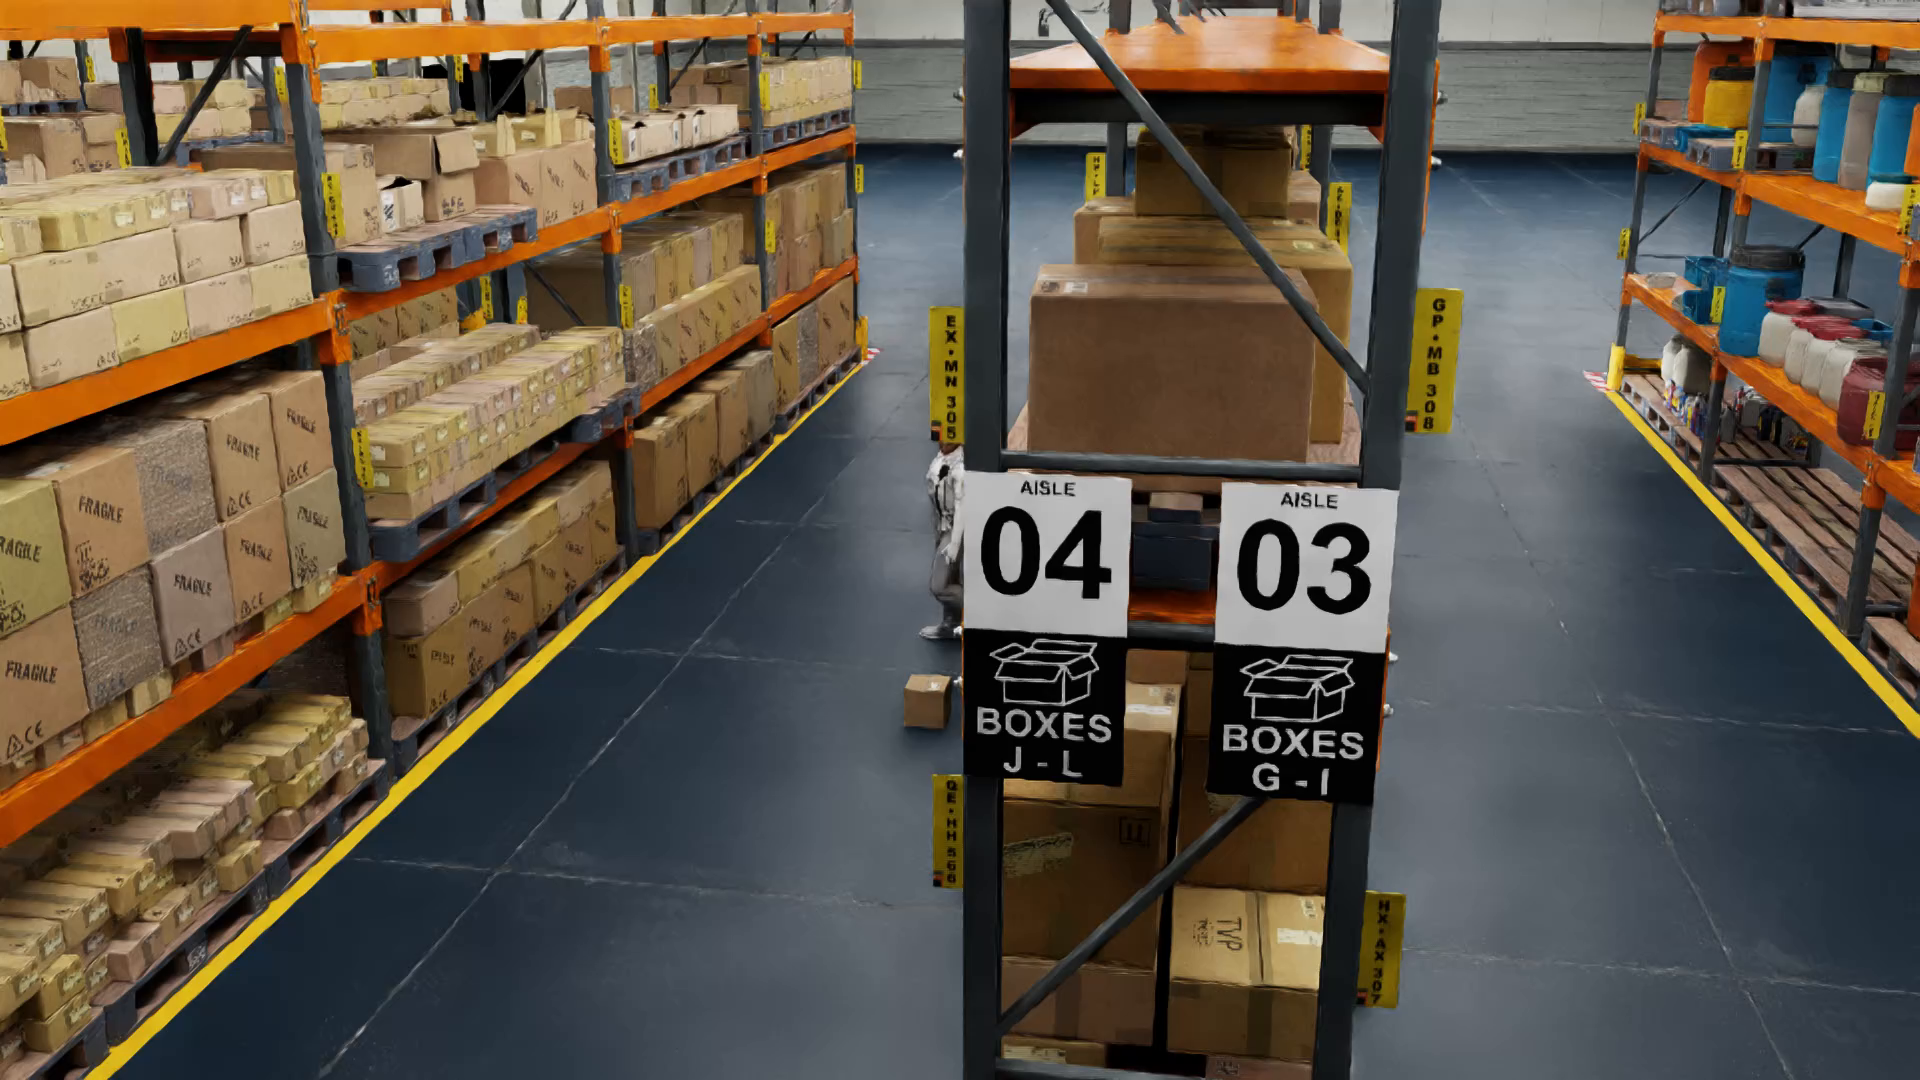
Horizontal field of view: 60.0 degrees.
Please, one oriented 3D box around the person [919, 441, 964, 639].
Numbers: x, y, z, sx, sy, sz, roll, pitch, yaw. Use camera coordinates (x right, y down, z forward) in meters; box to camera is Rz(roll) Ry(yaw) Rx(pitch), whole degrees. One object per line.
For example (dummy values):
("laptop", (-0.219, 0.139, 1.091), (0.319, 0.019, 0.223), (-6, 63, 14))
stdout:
("person", (-0.008, -0.054, 11.191), (0.464, 1.646, 0.552), (-5, 19, -14))
